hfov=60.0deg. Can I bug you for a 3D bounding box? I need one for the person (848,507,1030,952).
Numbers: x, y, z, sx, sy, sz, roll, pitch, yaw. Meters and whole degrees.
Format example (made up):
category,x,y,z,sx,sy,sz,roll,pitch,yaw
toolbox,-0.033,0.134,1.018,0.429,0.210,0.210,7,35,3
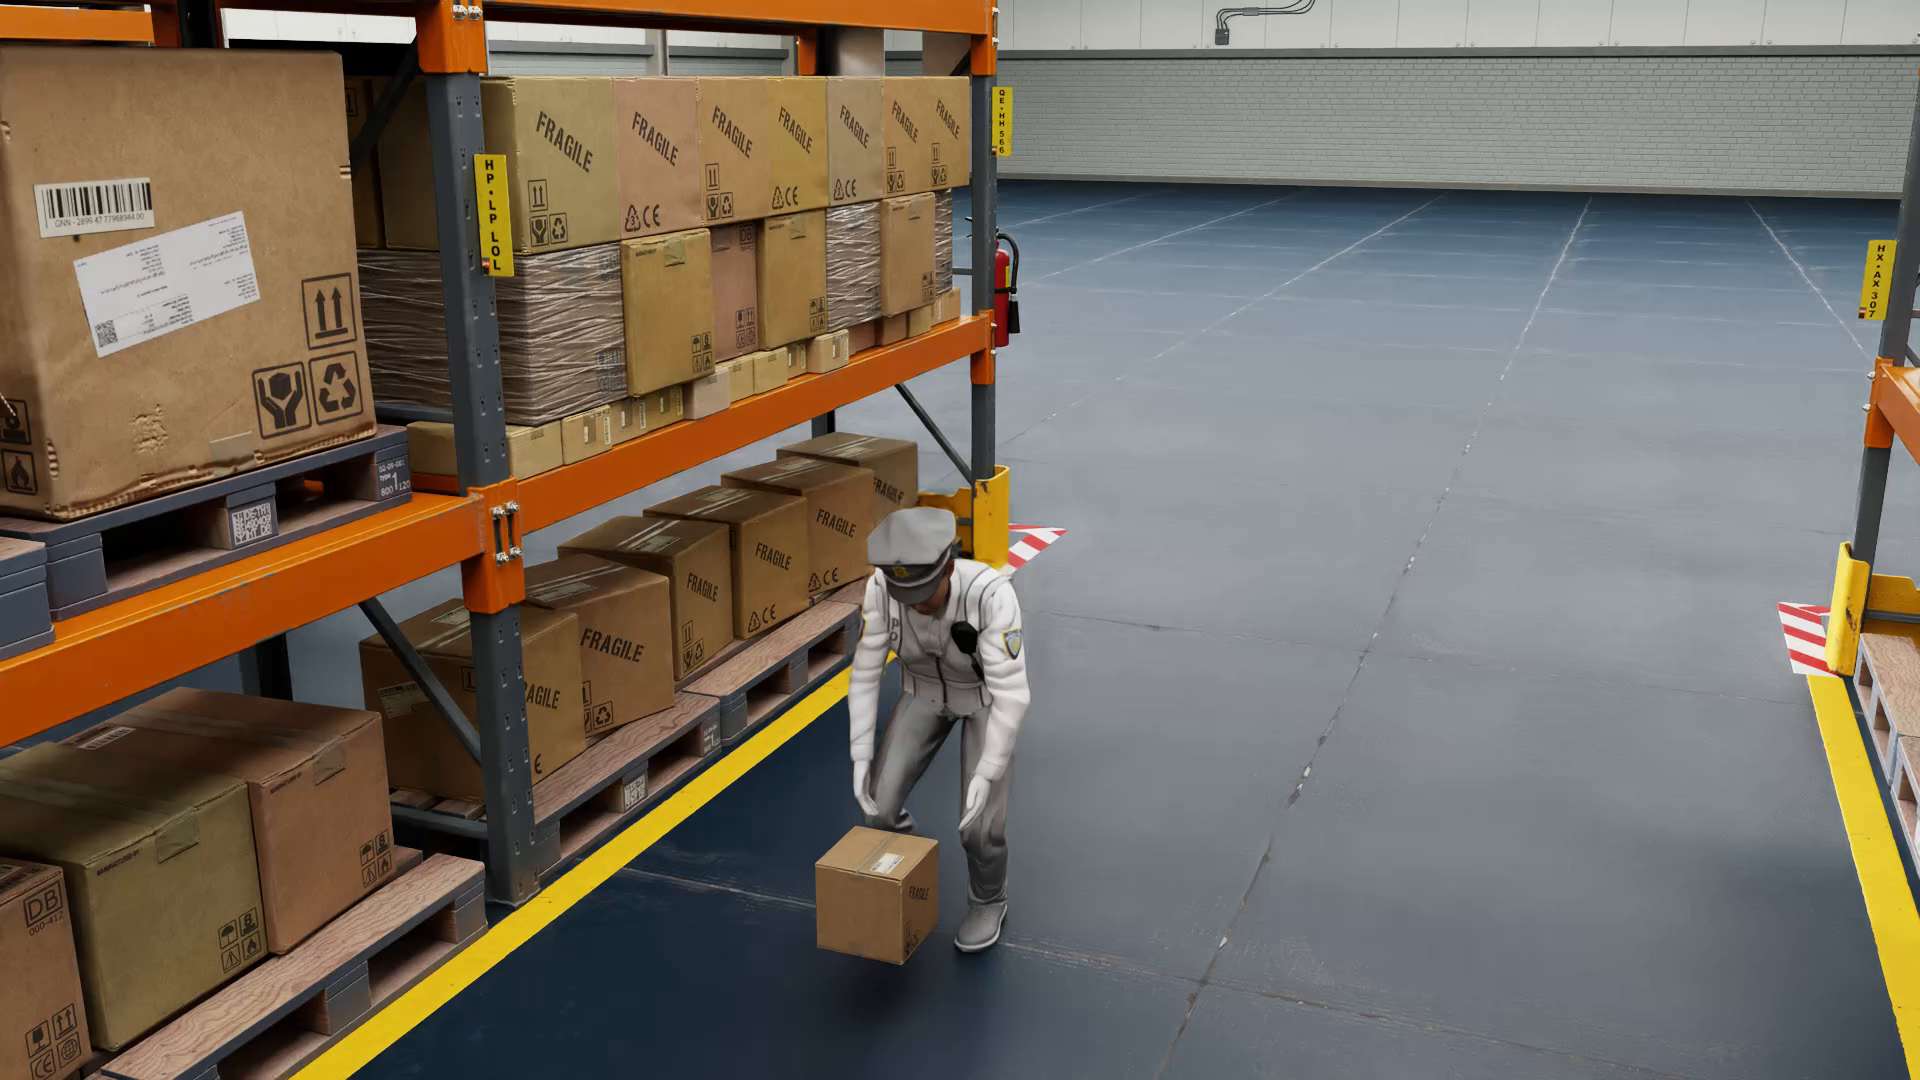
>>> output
category,x,y,z,sx,sy,sz,roll,pitch,yaw
person,-0.037,0.529,4.734,0.535,1.345,0.723,6,17,21
